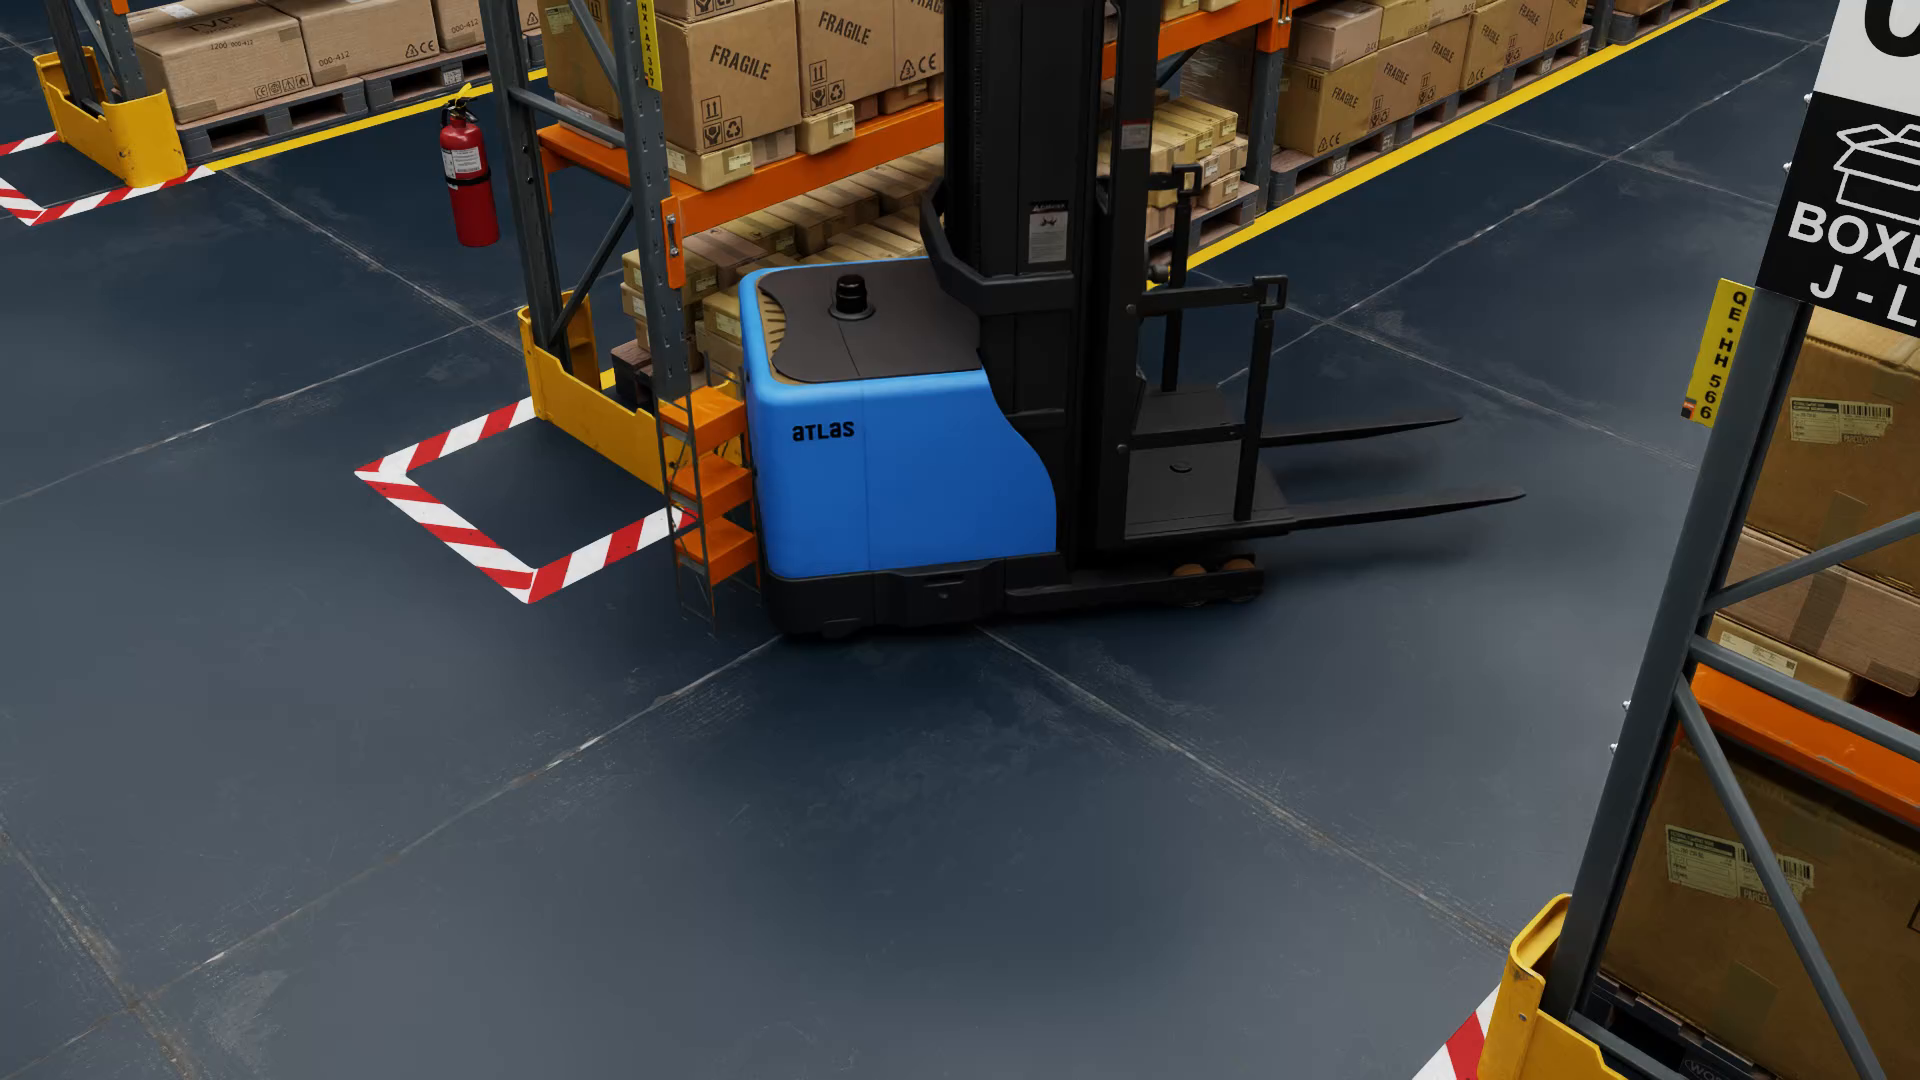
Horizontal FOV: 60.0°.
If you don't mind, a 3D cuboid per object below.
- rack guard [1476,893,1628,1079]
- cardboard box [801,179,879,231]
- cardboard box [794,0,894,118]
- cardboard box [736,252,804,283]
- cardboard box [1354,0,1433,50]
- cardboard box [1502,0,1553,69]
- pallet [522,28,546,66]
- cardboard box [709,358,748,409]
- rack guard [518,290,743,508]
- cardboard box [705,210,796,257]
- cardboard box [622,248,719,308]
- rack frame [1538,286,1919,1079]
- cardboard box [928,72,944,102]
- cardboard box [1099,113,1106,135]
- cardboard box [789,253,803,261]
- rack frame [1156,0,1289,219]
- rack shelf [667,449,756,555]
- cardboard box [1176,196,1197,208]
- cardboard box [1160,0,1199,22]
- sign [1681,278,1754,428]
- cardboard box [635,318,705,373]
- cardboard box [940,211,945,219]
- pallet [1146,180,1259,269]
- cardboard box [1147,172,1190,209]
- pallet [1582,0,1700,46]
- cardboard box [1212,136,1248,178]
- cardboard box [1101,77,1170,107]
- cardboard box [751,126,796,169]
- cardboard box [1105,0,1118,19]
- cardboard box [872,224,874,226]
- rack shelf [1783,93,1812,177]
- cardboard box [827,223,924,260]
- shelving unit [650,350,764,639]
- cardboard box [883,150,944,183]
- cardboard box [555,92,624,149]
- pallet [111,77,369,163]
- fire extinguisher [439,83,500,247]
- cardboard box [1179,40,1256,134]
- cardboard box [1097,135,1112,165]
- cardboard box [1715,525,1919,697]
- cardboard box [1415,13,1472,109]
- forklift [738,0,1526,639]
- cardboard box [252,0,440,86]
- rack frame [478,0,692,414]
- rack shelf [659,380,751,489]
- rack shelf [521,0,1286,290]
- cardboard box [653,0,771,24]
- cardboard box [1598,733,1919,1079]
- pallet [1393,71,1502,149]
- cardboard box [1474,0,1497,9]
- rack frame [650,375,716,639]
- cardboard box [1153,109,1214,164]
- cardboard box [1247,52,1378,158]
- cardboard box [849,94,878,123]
[{"bbox_3d":[1.943,1.451,4.232,1.175,0.500,0.348,30,45,35],"label":"rack guard"},{"bbox_3d":[-0.608,-1.634,8.076,0.250,0.149,0.380,-28,44,-34],"label":"cardboard box"},{"bbox_3d":[-0.617,-2.085,6.771,0.500,0.500,0.500,30,45,35],"label":"cardboard box"},{"bbox_3d":[-0.769,-1.107,7.320,0.250,0.149,0.380,-29,44,-35],"label":"cardboard box"},{"bbox_3d":[2.412,-3.113,9.754,0.500,0.250,0.500,-29,44,-34],"label":"cardboard box"},{"bbox_3d":[3.502,-3.437,10.874,0.500,0.500,0.500,-28,44,-34],"label":"cardboard box"},{"bbox_3d":[-2.845,-3.781,11.987,1.003,0.211,1.213,30,45,35],"label":"pallet"},{"bbox_3d":[-0.892,-0.711,7.272,0.250,0.149,0.380,-29,44,-35],"label":"cardboard box"},{"bbox_3d":[-1.435,-0.630,7.216,1.175,0.500,0.348,30,45,35],"label":"rack guard"},{"bbox_3d":[-0.985,-1.423,7.773,0.380,0.149,0.250,29,44,34],"label":"cardboard box"},{"bbox_3d":[-1.295,-1.188,7.436,0.250,0.149,0.380,-29,44,-35],"label":"cardboard box"},{"bbox_3d":[1.960,0.416,3.531,1.000,3.000,0.127,30,45,35],"label":"rack frame"},{"bbox_3d":[-0.162,-2.077,7.326,0.380,0.149,0.250,29,44,34],"label":"cardboard box"},{"bbox_3d":[0.561,-2.228,8.927,0.380,0.149,0.250,29,44,35],"label":"cardboard box"},{"bbox_3d":[-0.954,-1.290,7.842,0.380,0.149,0.250,28,43,34],"label":"cardboard box"},{"bbox_3d":[1.330,-3.248,8.785,1.000,3.000,0.127,30,45,35],"label":"rack frame"},{"bbox_3d":[-0.910,-0.143,6.056,0.215,0.259,0.240,26,43,33],"label":"rack shelf"},{"bbox_3d":[1.053,-1.882,8.952,0.250,0.149,0.380,-29,44,-34],"label":"cardboard box"},{"bbox_3d":[0.960,-2.701,8.221,0.250,0.149,0.380,-28,44,-34],"label":"cardboard box"},{"bbox_3d":[1.585,-0.380,3.454,0.100,0.325,0.005,30,45,35],"label":"sign"},{"bbox_3d":[-1.265,-0.925,7.579,0.250,0.149,0.380,-29,44,-35],"label":"cardboard box"},{"bbox_3d":[0.035,-1.489,7.868,0.250,0.149,0.380,-29,44,-35],"label":"cardboard box"},{"bbox_3d":[0.882,-1.817,9.171,1.003,0.211,1.213,30,45,35],"label":"pallet"},{"bbox_3d":[0.976,-1.886,8.697,0.380,0.149,0.250,28,44,34],"label":"cardboard box"},{"bbox_3d":[4.757,-4.017,12.326,1.003,0.211,1.213,30,45,35],"label":"pallet"},{"bbox_3d":[1.334,-2.117,9.028,0.250,0.149,0.380,-29,44,-35],"label":"cardboard box"},{"bbox_3d":[0.940,-2.438,9.229,0.250,0.149,0.380,-28,44,-34],"label":"cardboard box"},{"bbox_3d":[-0.877,-1.640,6.699,0.250,0.149,0.380,-28,44,-34],"label":"cardboard box"},{"bbox_3d":[0.472,-2.689,7.636,0.500,0.500,0.500,29,44,35],"label":"cardboard box"},{"bbox_3d":[-0.598,-1.505,8.151,0.250,0.149,0.380,-29,44,-35],"label":"cardboard box"},{"bbox_3d":[3.369,-1.331,4.043,1.077,0.370,4.000,30,45,35],"label":"rack shelf"},{"bbox_3d":[-0.385,-1.292,7.585,0.380,0.149,0.250,27,43,33],"label":"cardboard box"},{"bbox_3d":[-0.910,-0.152,6.050,0.215,1.050,0.252,26,43,33],"label":"shelving unit"},{"bbox_3d":[-0.179,-1.814,8.334,0.250,0.149,0.380,-30,45,-35],"label":"cardboard box"},{"bbox_3d":[-1.459,-1.767,6.881,0.380,0.149,0.250,30,45,35],"label":"cardboard box"},{"bbox_3d":[-4.564,-2.790,10.566,1.003,0.211,1.213,30,45,35],"label":"pallet"},{"bbox_3d":[-1.993,-1.523,6.705,0.296,0.674,0.183,30,45,35],"label":"fire extinguisher"},{"bbox_3d":[1.673,-2.797,9.956,0.500,0.500,0.500,29,44,35],"label":"cardboard box"},{"bbox_3d":[0.704,-1.948,8.526,0.250,0.149,0.380,-28,44,-34],"label":"cardboard box"},{"bbox_3d":[2.113,0.052,3.924,0.500,0.250,0.500,29,44,35],"label":"cardboard box"},{"bbox_3d":[2.770,-3.021,10.278,0.500,0.500,0.500,-29,44,-35],"label":"cardboard box"},{"bbox_3d":[0.708,-1.236,5.961,3.031,2.935,1.130,-6,35,-8],"label":"forklift"},{"bbox_3d":[-4.039,-3.382,10.850,0.875,0.438,0.875,-29,44,-34],"label":"cardboard box"},{"bbox_3d":[-1.488,-1.624,6.456,1.000,3.000,0.127,30,45,35],"label":"rack frame"},{"bbox_3d":[-0.910,-0.376,5.893,0.215,0.259,0.240,26,43,33],"label":"rack shelf"},{"bbox_3d":[-0.079,-2.141,7.826,1.077,0.370,4.000,30,45,35],"label":"rack shelf"},{"bbox_3d":[-0.984,-2.272,6.165,0.500,0.500,0.500,29,44,35],"label":"cardboard box"},{"bbox_3d":[2.354,0.823,4.438,0.875,0.875,0.875,30,45,35],"label":"cardboard box"},{"bbox_3d":[2.737,-2.918,10.750,1.003,0.211,1.213,30,45,35],"label":"pallet"},{"bbox_3d":[3.135,-3.533,10.357,0.500,0.250,0.500,-29,44,-35],"label":"cardboard box"},{"bbox_3d":[-0.990,-0.099,5.974,0.200,1.050,0.008,26,43,33],"label":"rack frame"},{"bbox_3d":[1.112,-2.126,8.781,0.250,0.149,0.380,-29,44,-35],"label":"cardboard box"},{"bbox_3d":[2.039,-2.588,9.656,0.500,0.500,0.500,-28,44,-34],"label":"cardboard box"},{"bbox_3d":[-0.564,-1.888,7.055,0.250,0.149,0.380,-28,43,-34],"label":"cardboard box"}]
